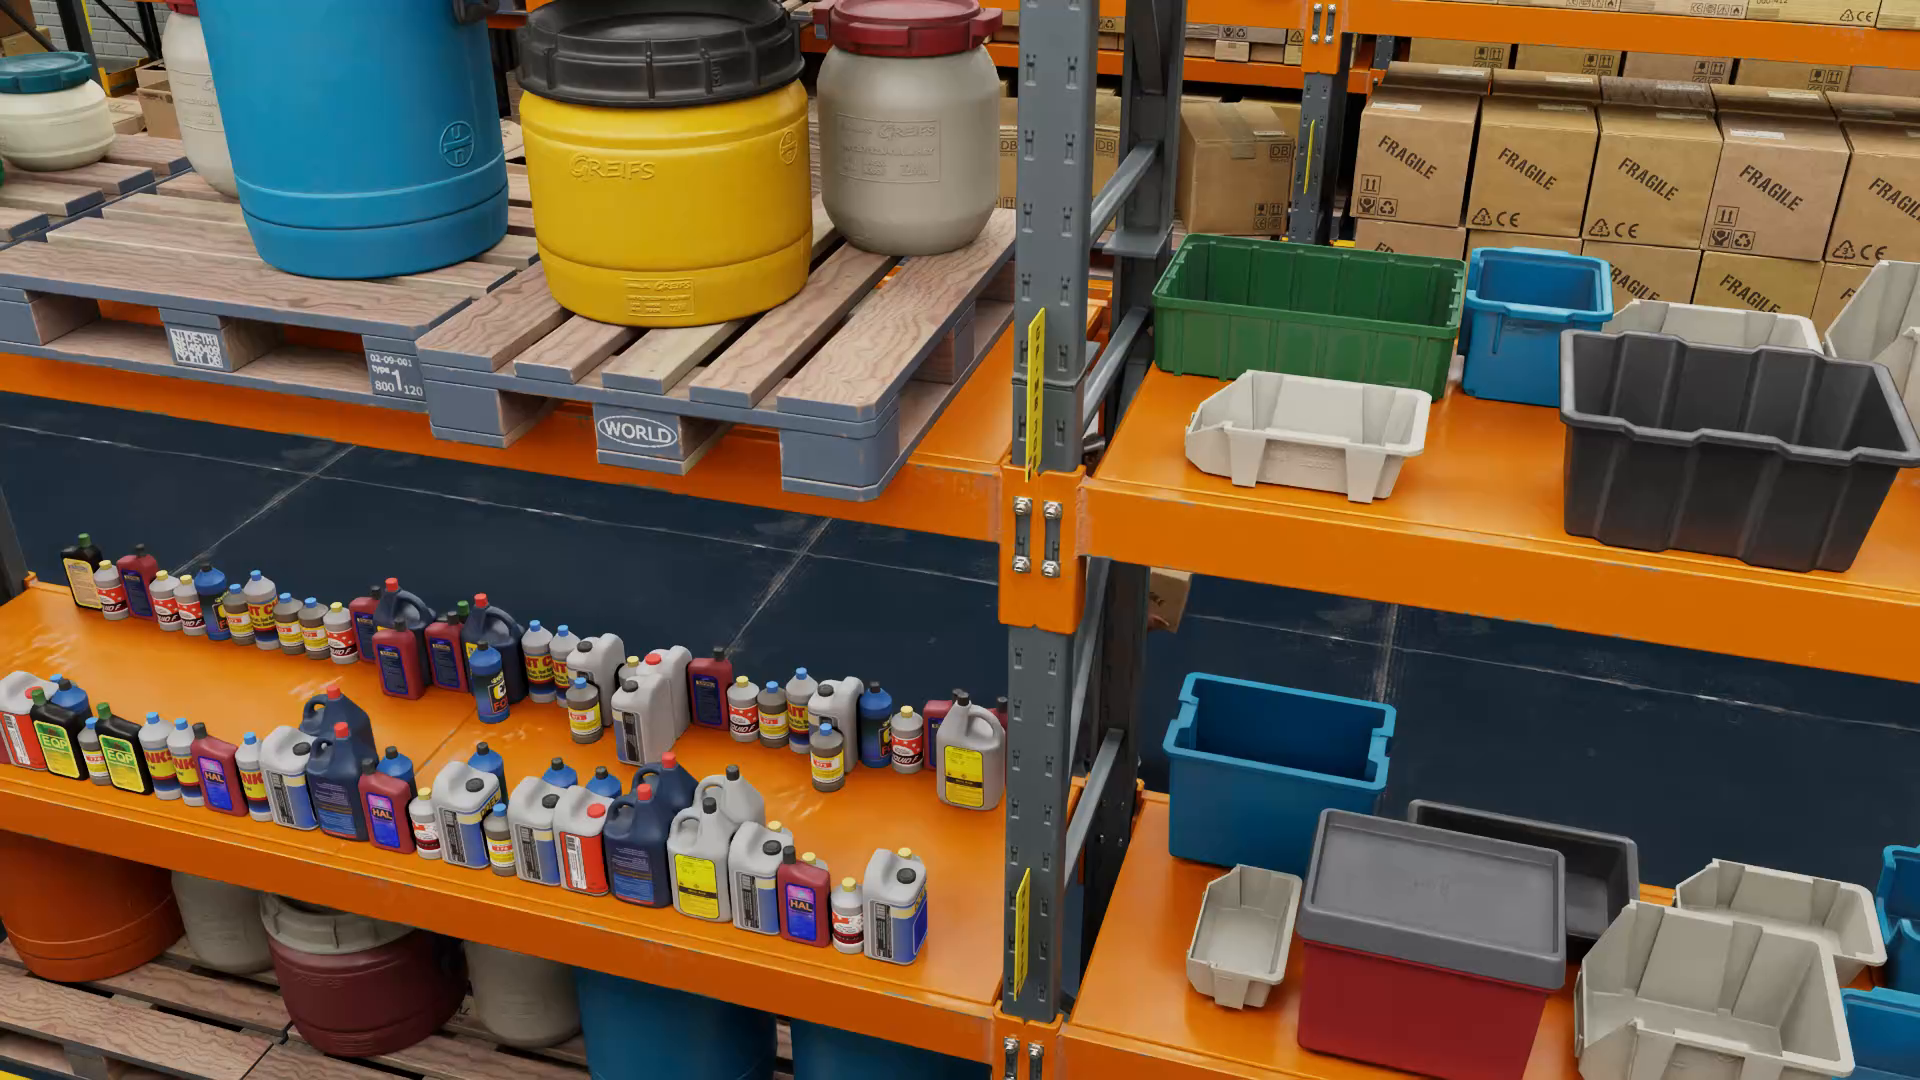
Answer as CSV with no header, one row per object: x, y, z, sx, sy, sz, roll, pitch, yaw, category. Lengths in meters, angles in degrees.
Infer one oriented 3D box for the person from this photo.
0.600,0.262,6.639,0.517,1.692,0.441,8,30,15,person
